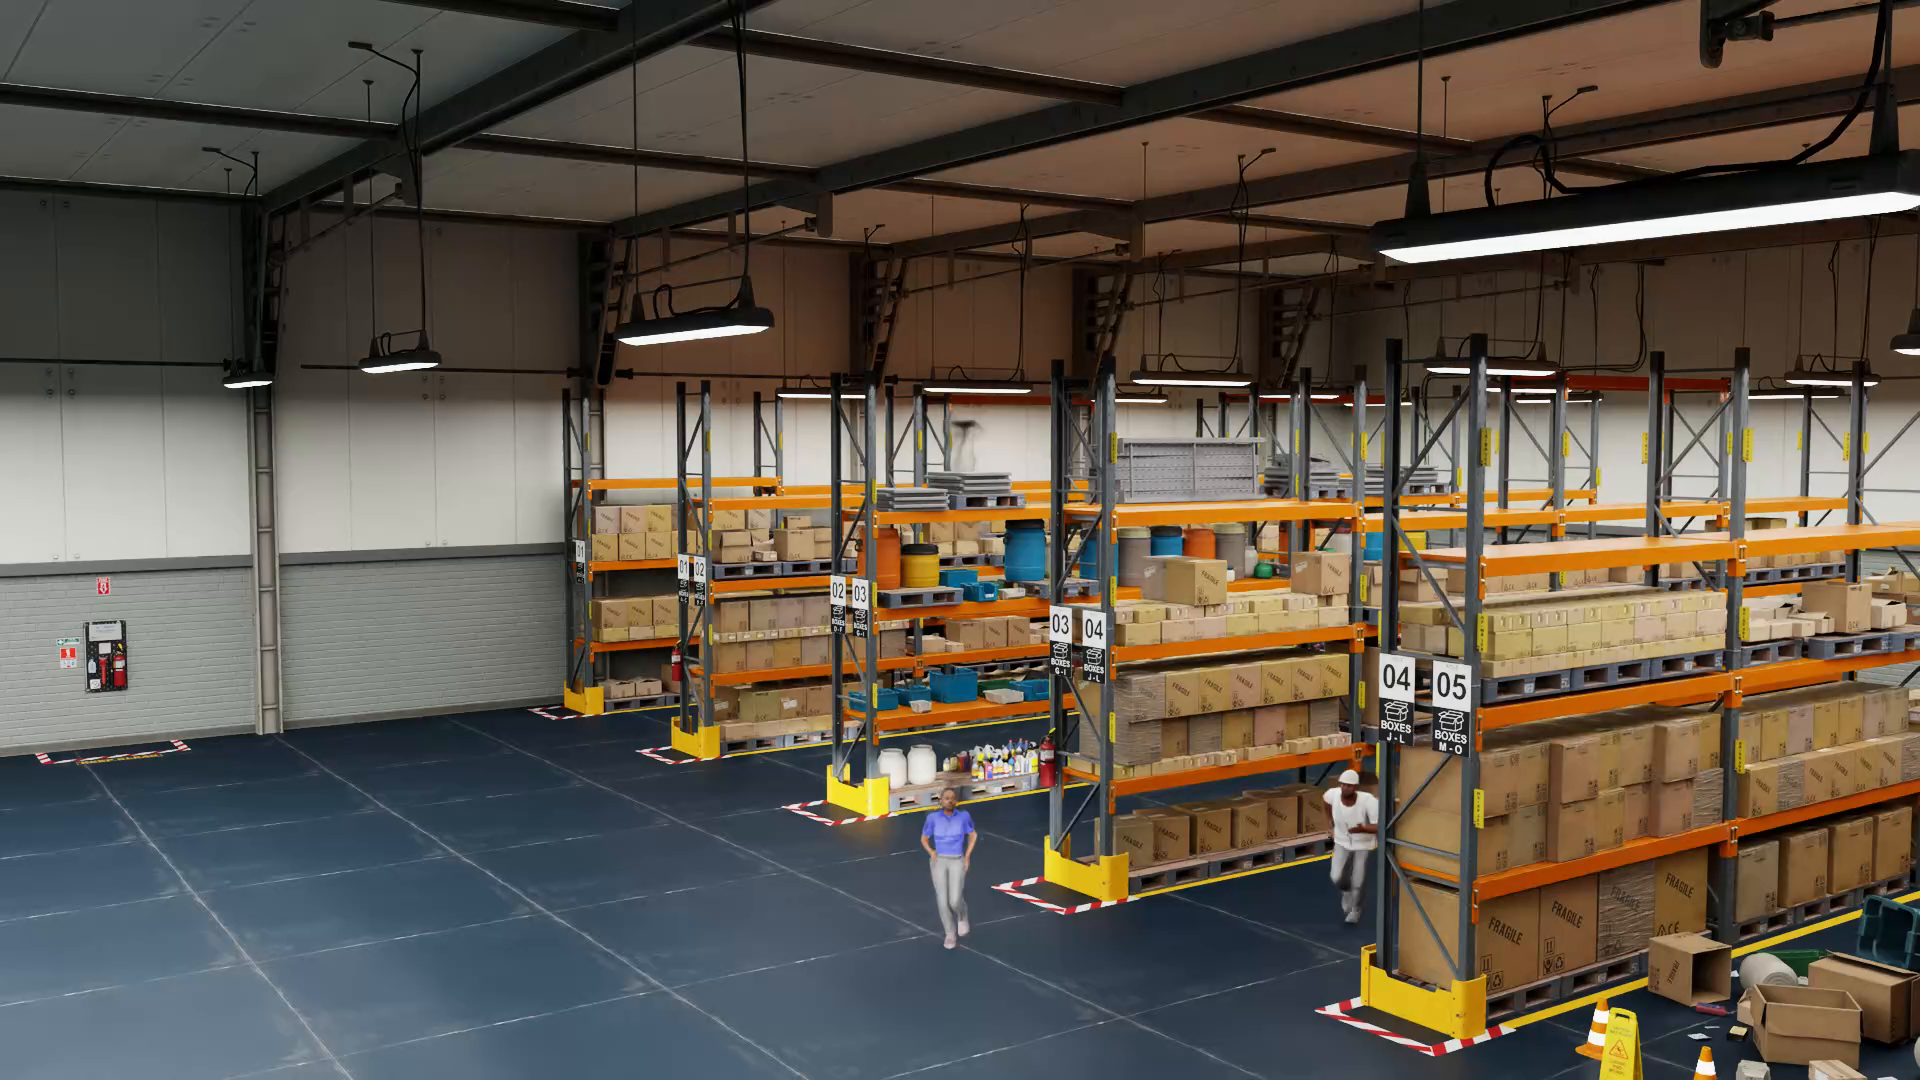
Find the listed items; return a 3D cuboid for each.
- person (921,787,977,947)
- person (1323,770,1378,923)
[{"bbox_3d":[-0.120,3.293,16.711,0.564,1.612,0.573,0,4,3],"label":"person"},{"bbox_3d":[4.065,3.204,17.344,0.683,1.679,0.778,2,4,26],"label":"person"}]
